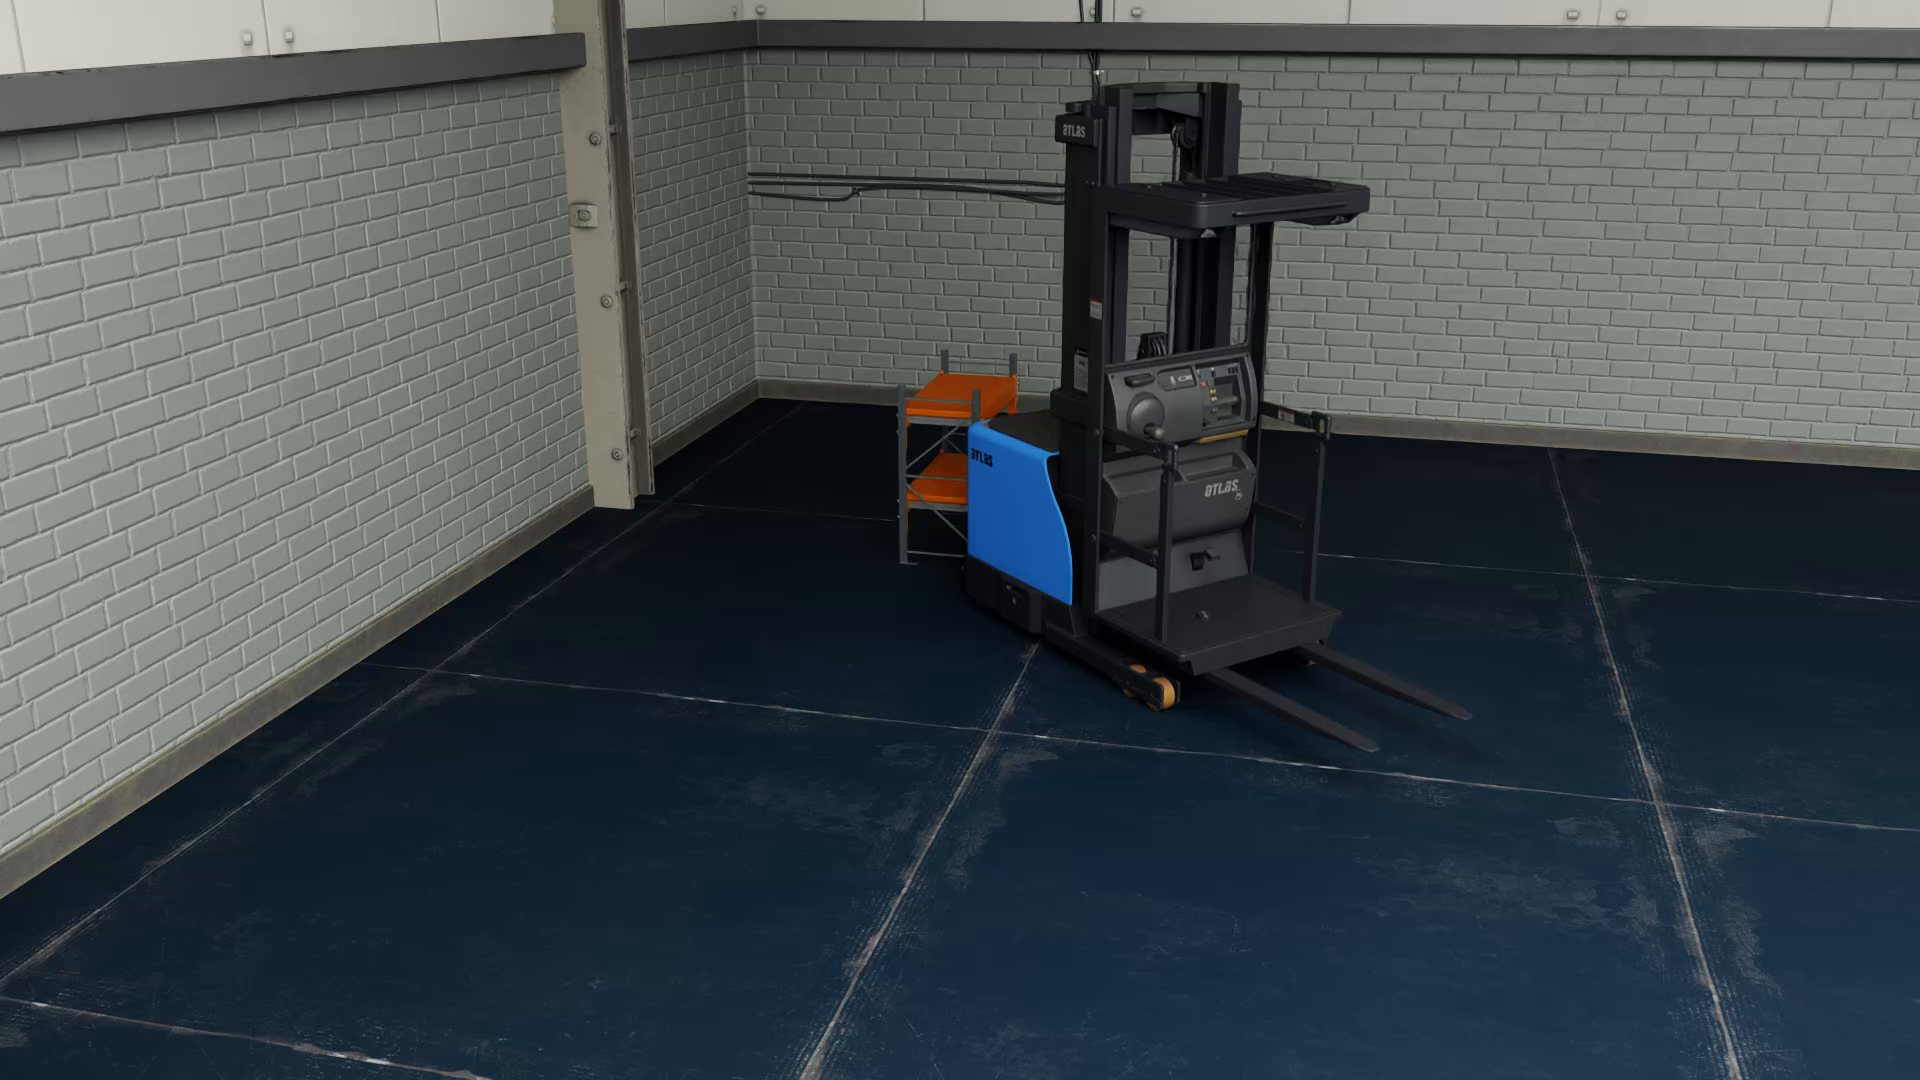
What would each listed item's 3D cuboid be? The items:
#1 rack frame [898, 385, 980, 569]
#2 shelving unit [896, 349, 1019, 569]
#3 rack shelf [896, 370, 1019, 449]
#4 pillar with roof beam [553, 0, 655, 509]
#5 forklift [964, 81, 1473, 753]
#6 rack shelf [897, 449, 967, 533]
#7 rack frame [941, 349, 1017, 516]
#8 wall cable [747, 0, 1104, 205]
[{"bbox_3d":[-0.126,-0.371,10.033,0.500,1.125,0.032,5,19,13],"label":"rack frame"},{"bbox_3d":[-0.002,-0.530,10.500,0.538,1.125,1.048,5,19,13],"label":"shelving unit"},{"bbox_3d":[-0.002,-0.807,10.405,0.538,0.278,1.000,5,19,13],"label":"rack shelf"},{"bbox_3d":[1.841,-4.201,9.065,9.100,9.000,0.400,5,19,13],"label":"pillar with roof beam"},{"bbox_3d":[1.251,-0.716,8.251,1.130,2.935,3.031,-12,22,-31],"label":"forklift"},{"bbox_3d":[-0.002,-0.299,10.579,0.538,0.278,1.000,5,19,13],"label":"rack shelf"},{"bbox_3d":[0.123,-0.690,10.966,0.500,1.125,0.032,5,19,13],"label":"rack frame"},{"bbox_3d":[-0.332,-3.891,12.960,3.097,2.526,0.112,5,19,13],"label":"wall cable"}]
